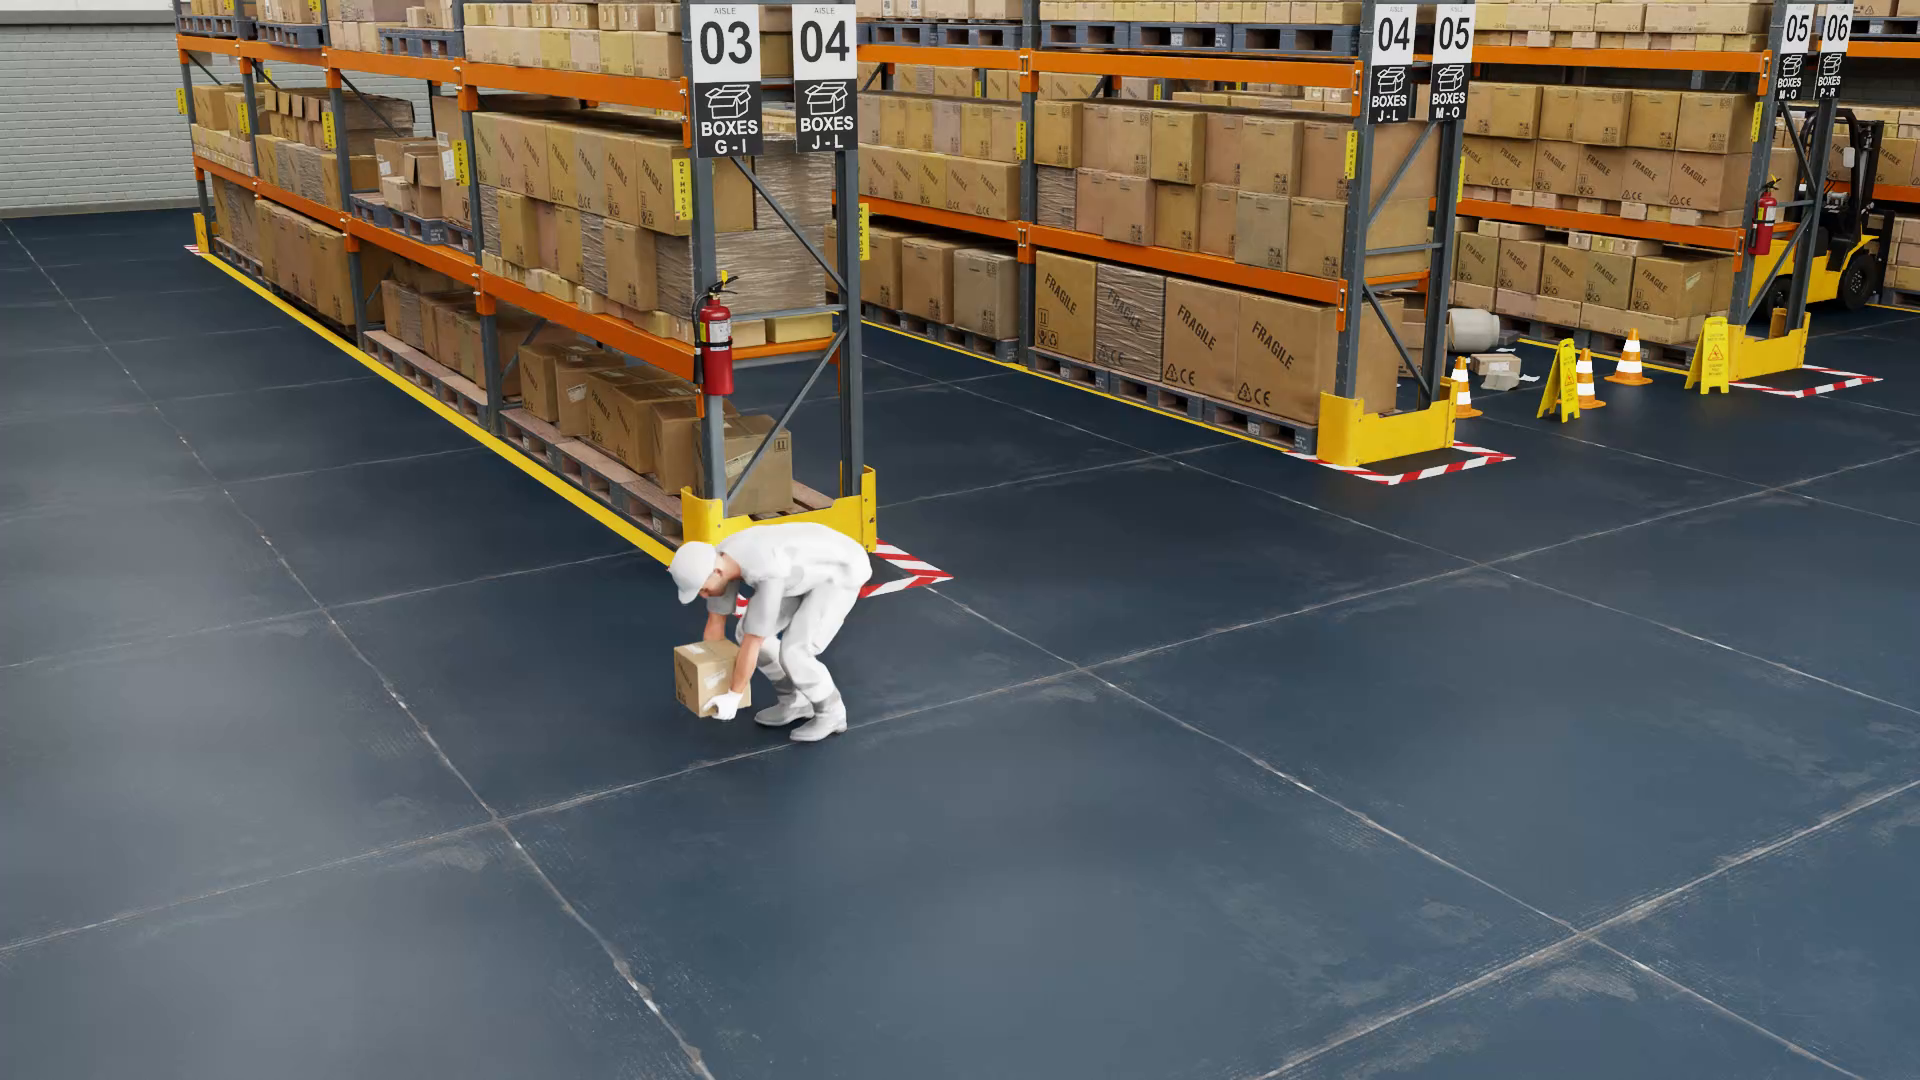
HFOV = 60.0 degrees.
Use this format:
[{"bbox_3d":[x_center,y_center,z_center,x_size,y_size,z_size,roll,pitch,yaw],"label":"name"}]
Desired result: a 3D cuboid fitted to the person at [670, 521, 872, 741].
[{"bbox_3d":[-0.846,0.418,7.497,0.957,1.004,0.531,-13,22,-34],"label":"person"}]
